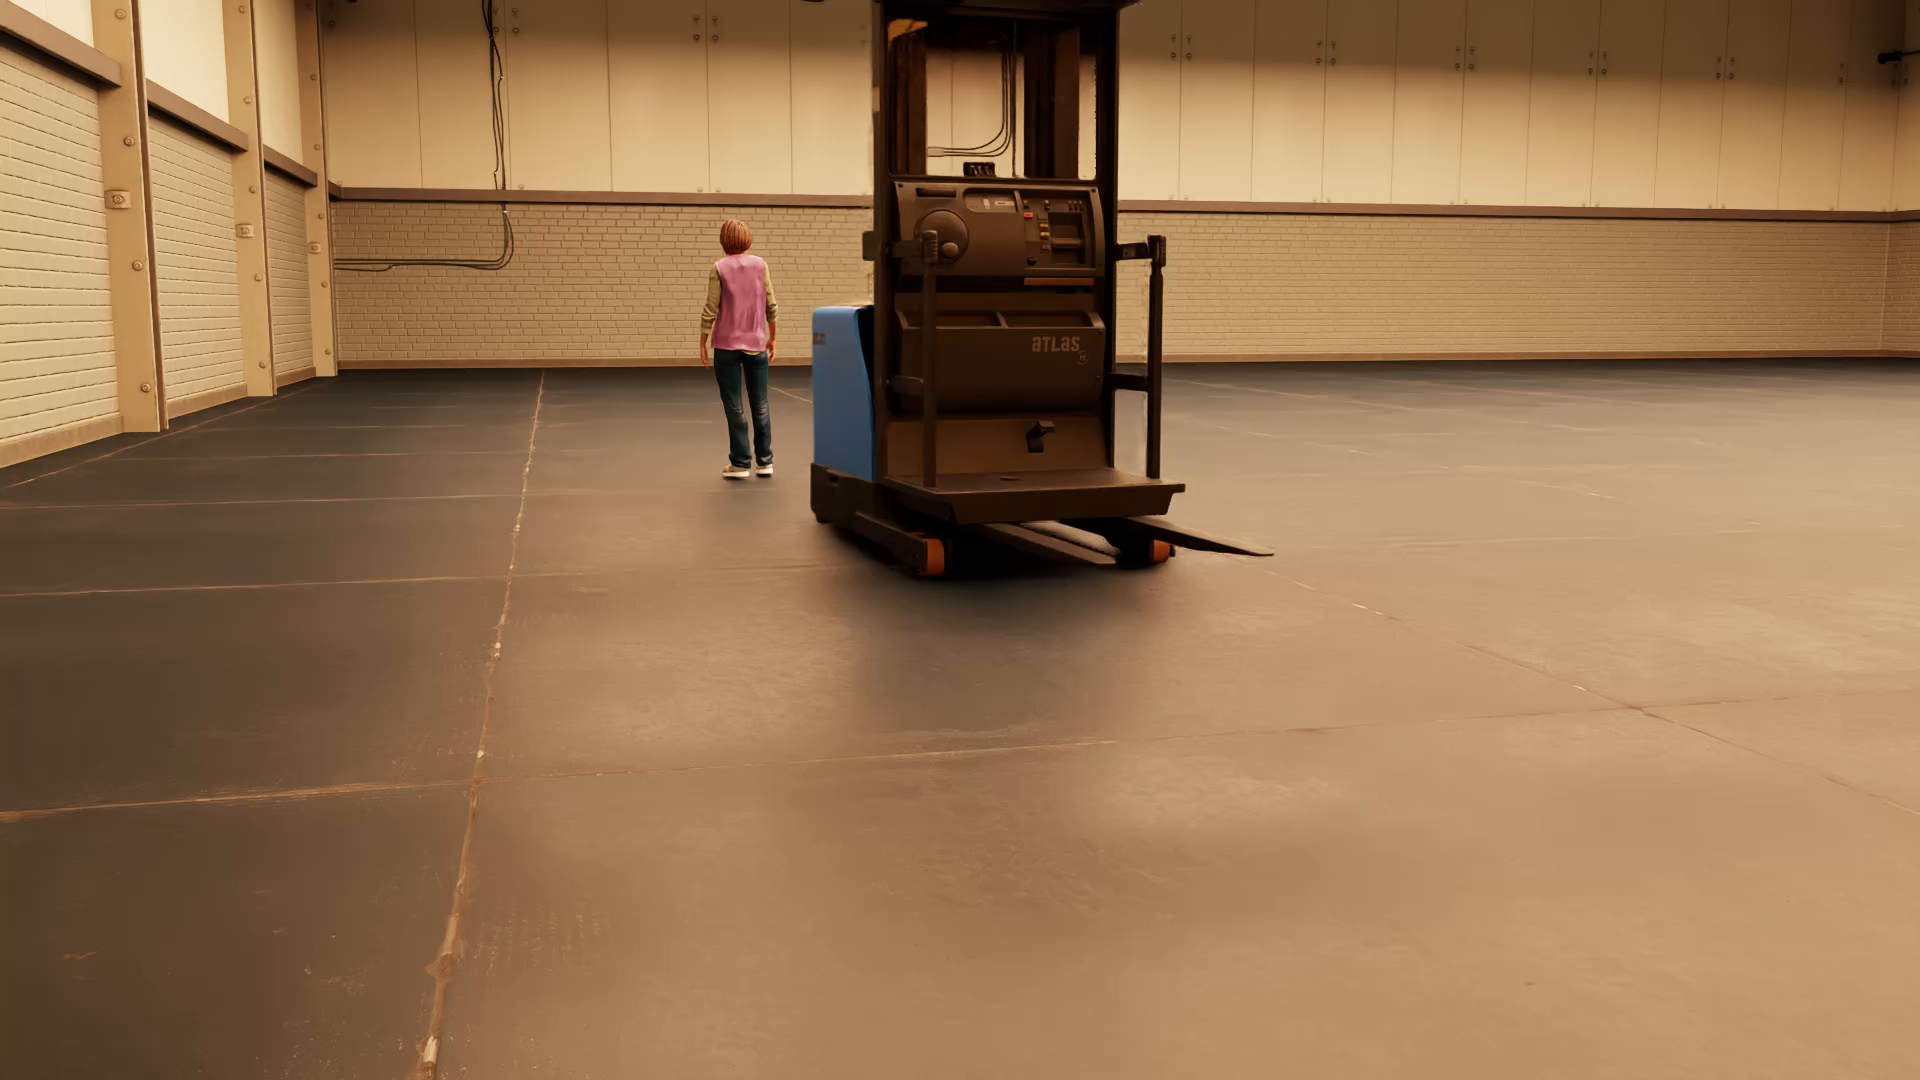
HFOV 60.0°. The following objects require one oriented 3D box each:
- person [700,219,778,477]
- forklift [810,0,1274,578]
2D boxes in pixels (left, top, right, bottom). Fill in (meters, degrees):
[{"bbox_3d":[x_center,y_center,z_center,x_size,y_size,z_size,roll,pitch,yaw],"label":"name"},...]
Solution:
[{"bbox_3d":[-1.390,-1.188,10.384,0.520,1.597,0.475,-4,9,-25],"label":"person"},{"bbox_3d":[0.250,-1.364,6.876,1.130,2.935,3.031,-3,8,-20],"label":"forklift"}]
